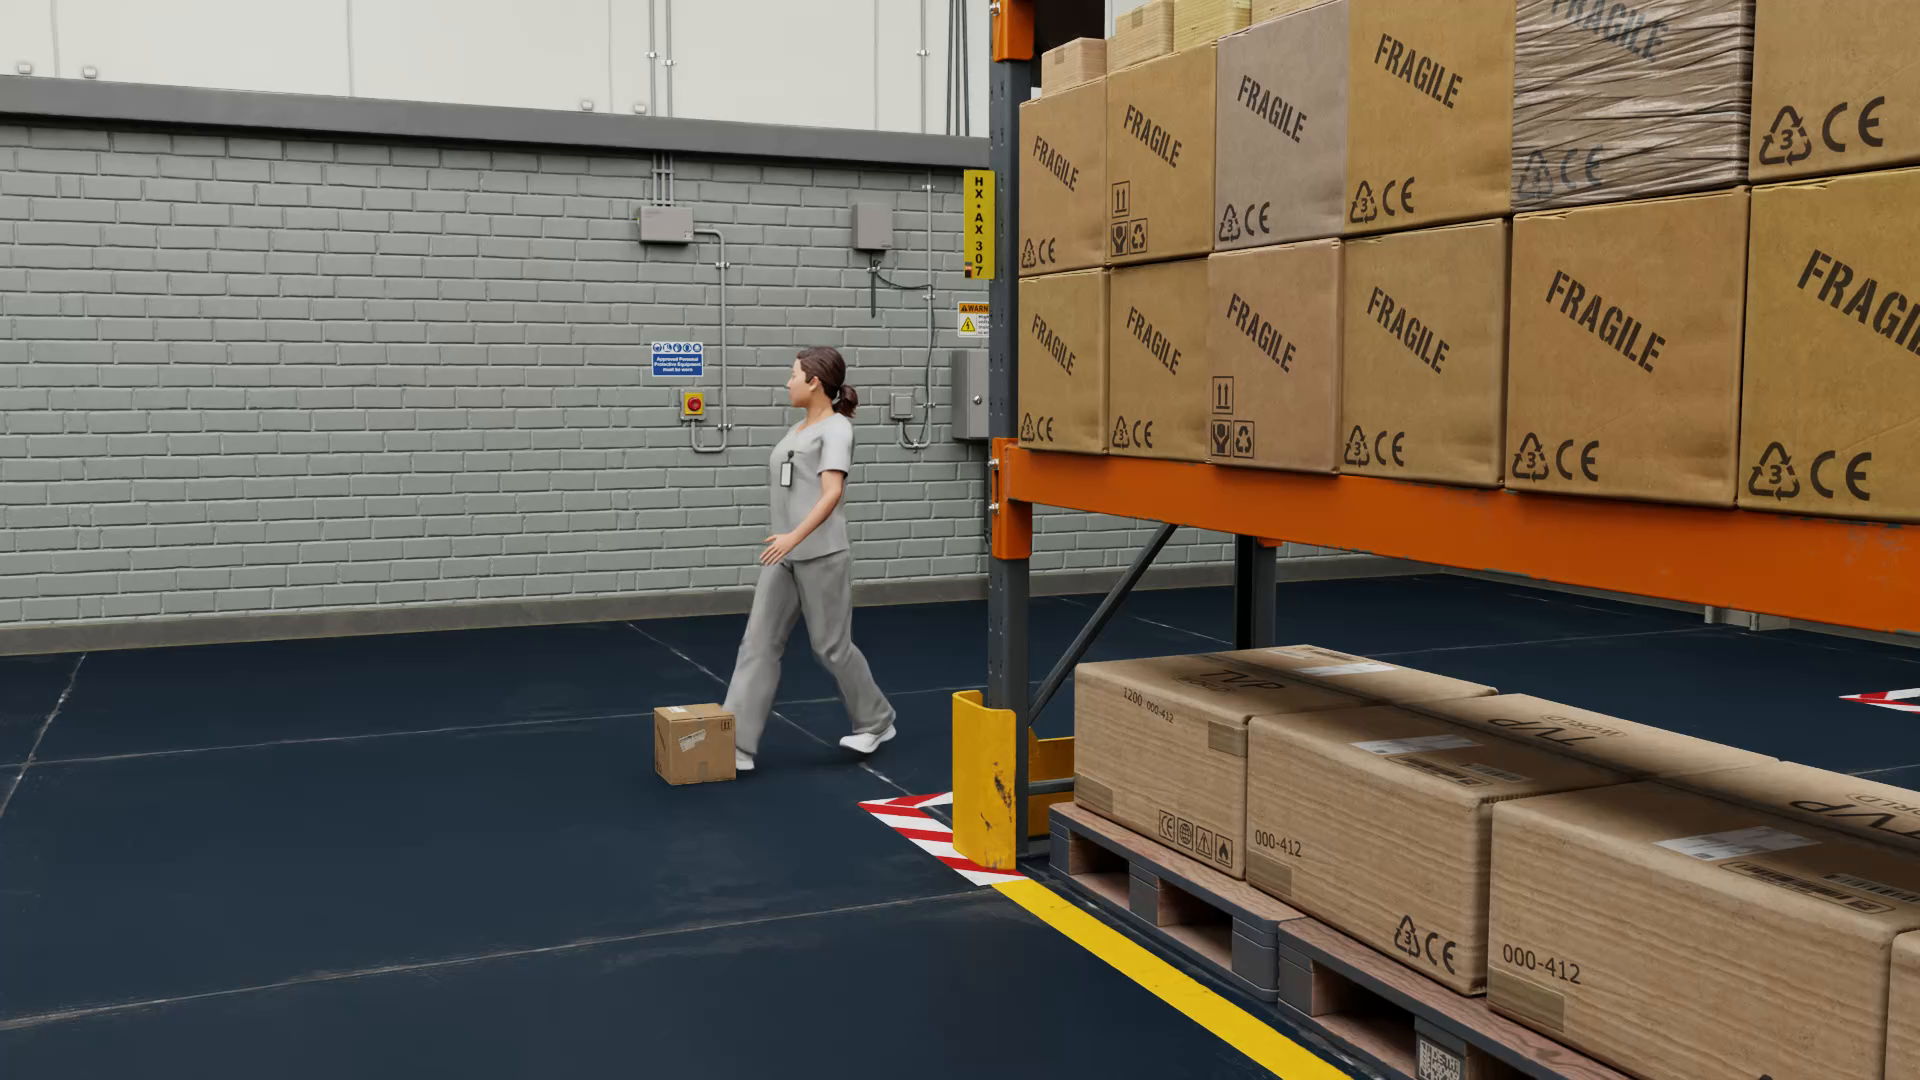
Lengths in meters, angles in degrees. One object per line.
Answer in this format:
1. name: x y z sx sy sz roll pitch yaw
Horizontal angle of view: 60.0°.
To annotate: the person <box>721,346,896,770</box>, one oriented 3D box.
1. person: -0.646 0.066 6.400 0.946 1.618 0.498 -4 7 -36
